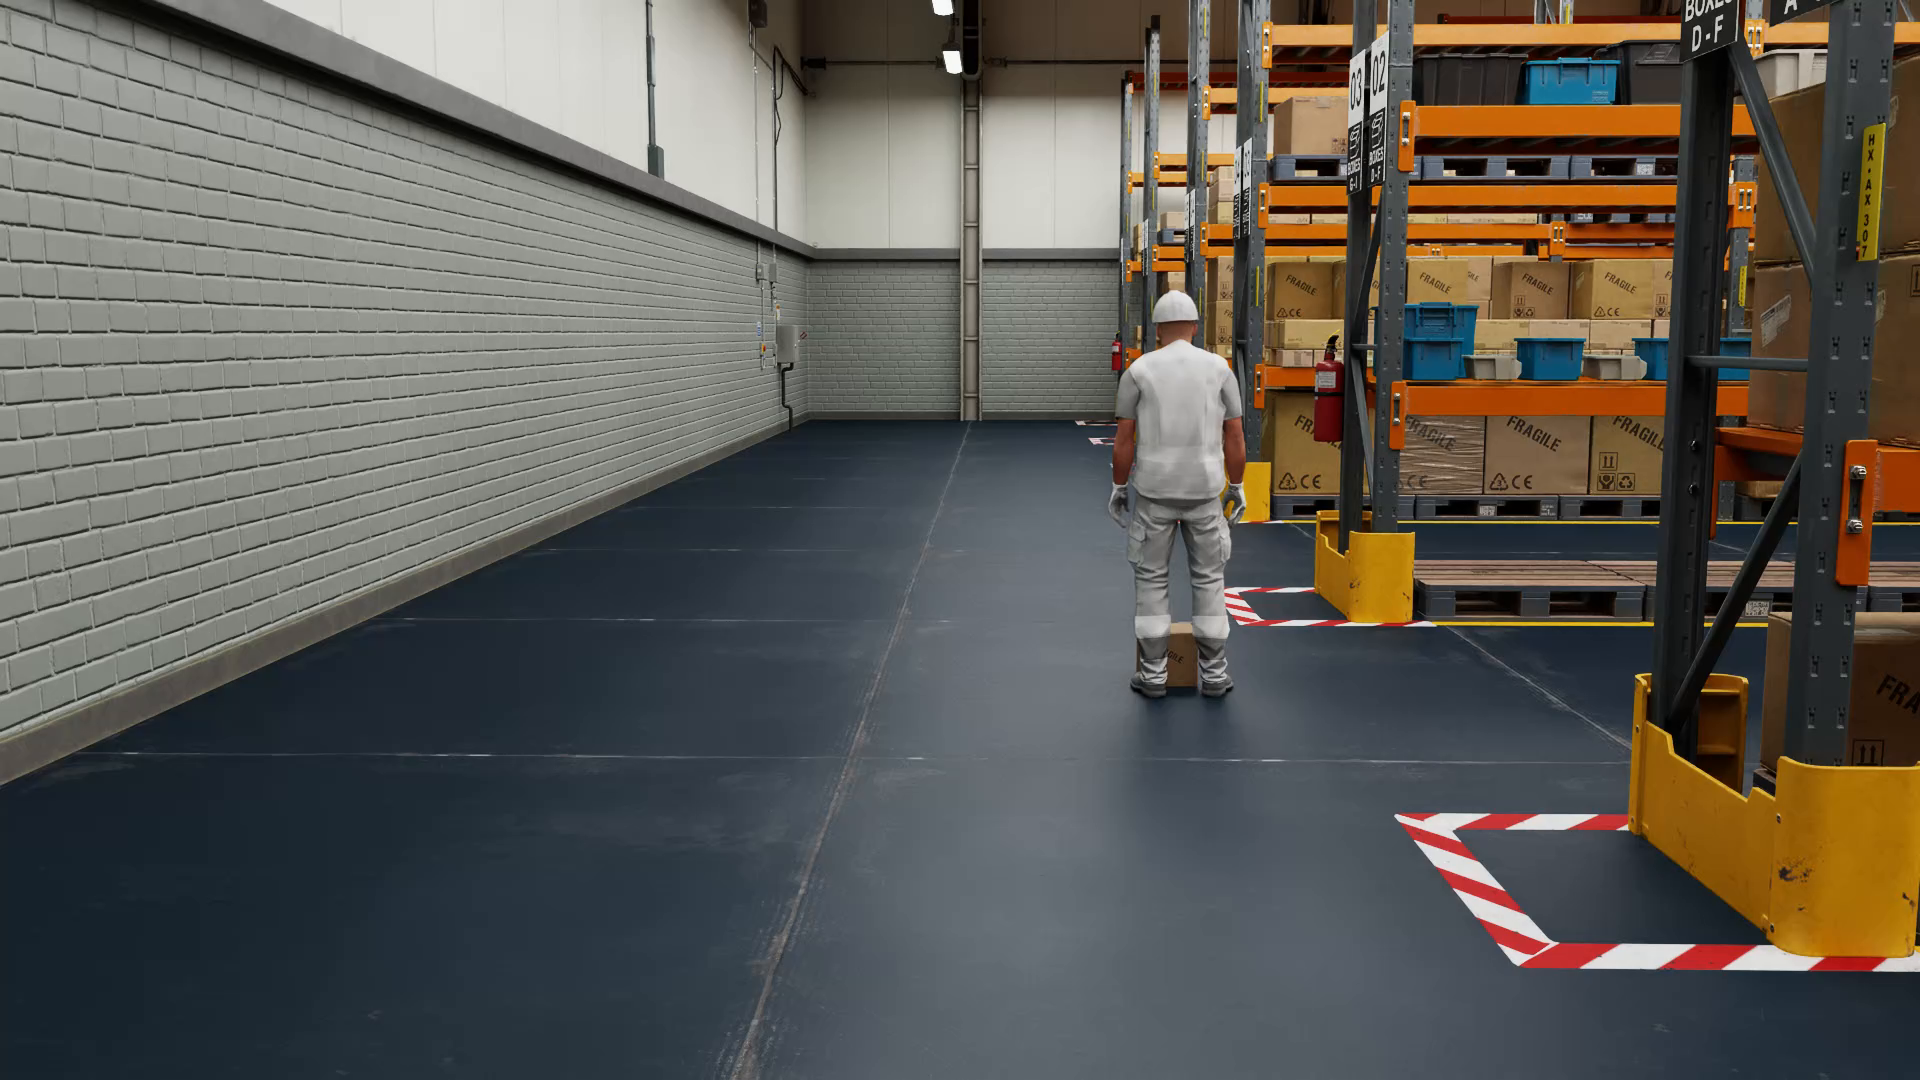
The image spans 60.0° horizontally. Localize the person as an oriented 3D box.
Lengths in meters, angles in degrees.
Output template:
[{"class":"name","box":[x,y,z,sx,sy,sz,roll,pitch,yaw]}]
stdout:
[{"class":"person","box":[0.961,-0.203,7.320,0.609,1.780,0.448,0,7,2]}]
